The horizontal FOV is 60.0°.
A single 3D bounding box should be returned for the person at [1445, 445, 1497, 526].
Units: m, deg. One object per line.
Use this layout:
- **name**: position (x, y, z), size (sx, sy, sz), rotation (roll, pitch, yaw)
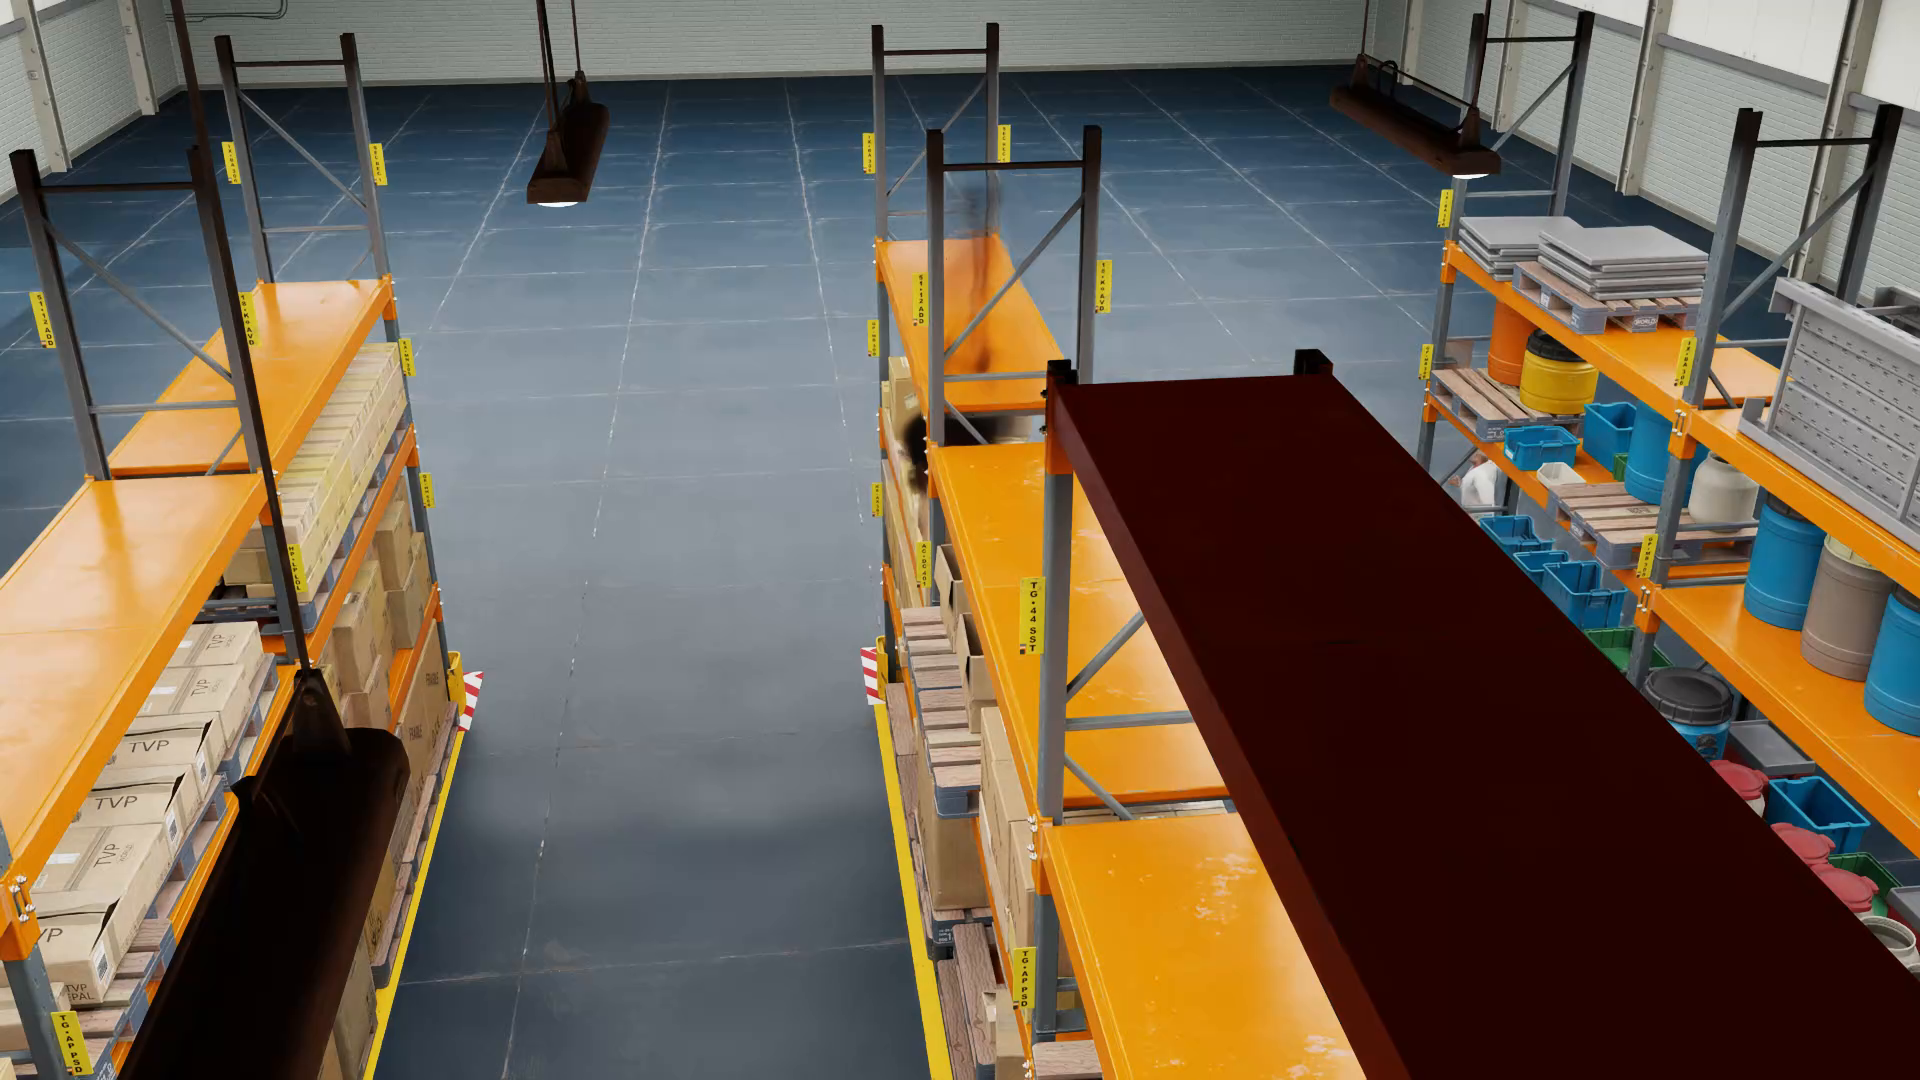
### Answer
- **person**: position (5.178, -0.171, 16.860), size (0.756, 1.792, 0.710), rotation (17, 31, 32)
